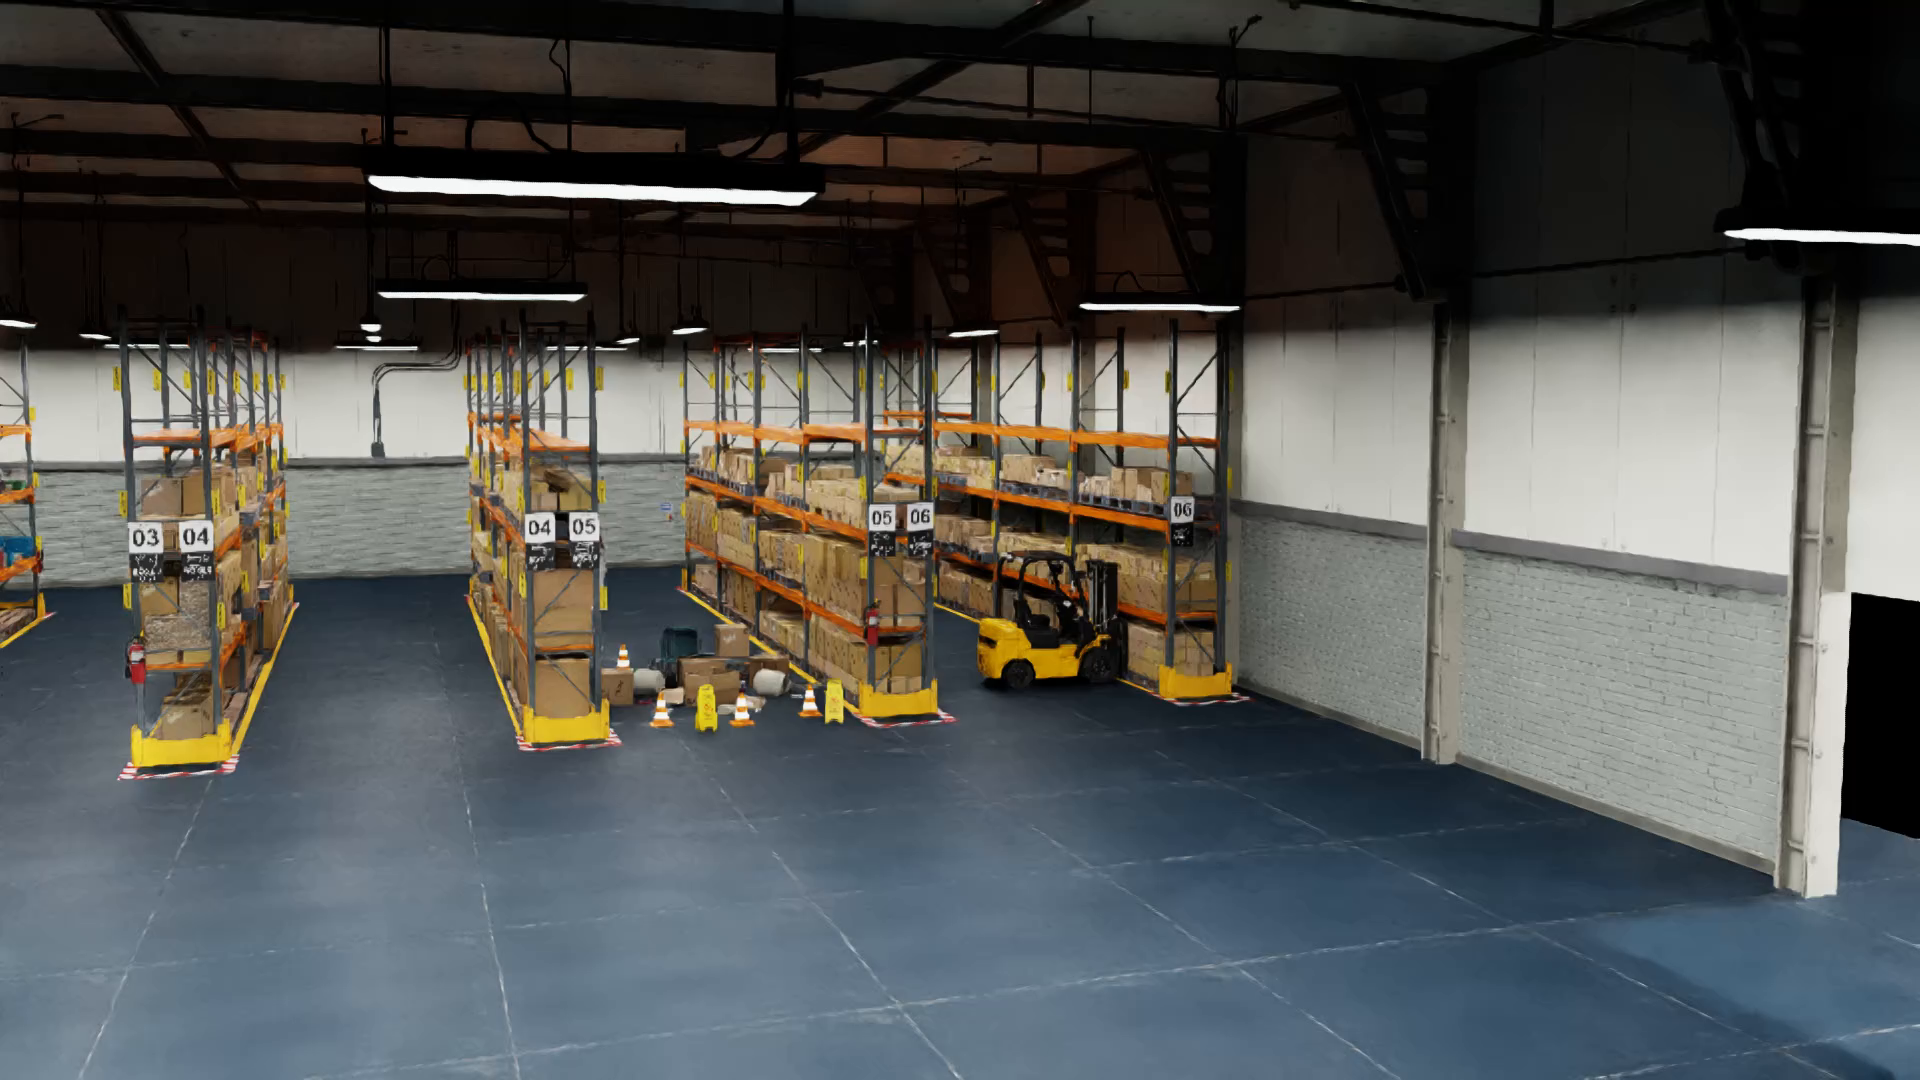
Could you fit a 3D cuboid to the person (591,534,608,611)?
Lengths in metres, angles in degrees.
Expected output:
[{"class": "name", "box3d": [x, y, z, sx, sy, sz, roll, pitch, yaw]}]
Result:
[{"class": "person", "box3d": [-7.964, 0.695, 36.489, 0.569, 1.668, 0.561, 1, 5, 8]}]
